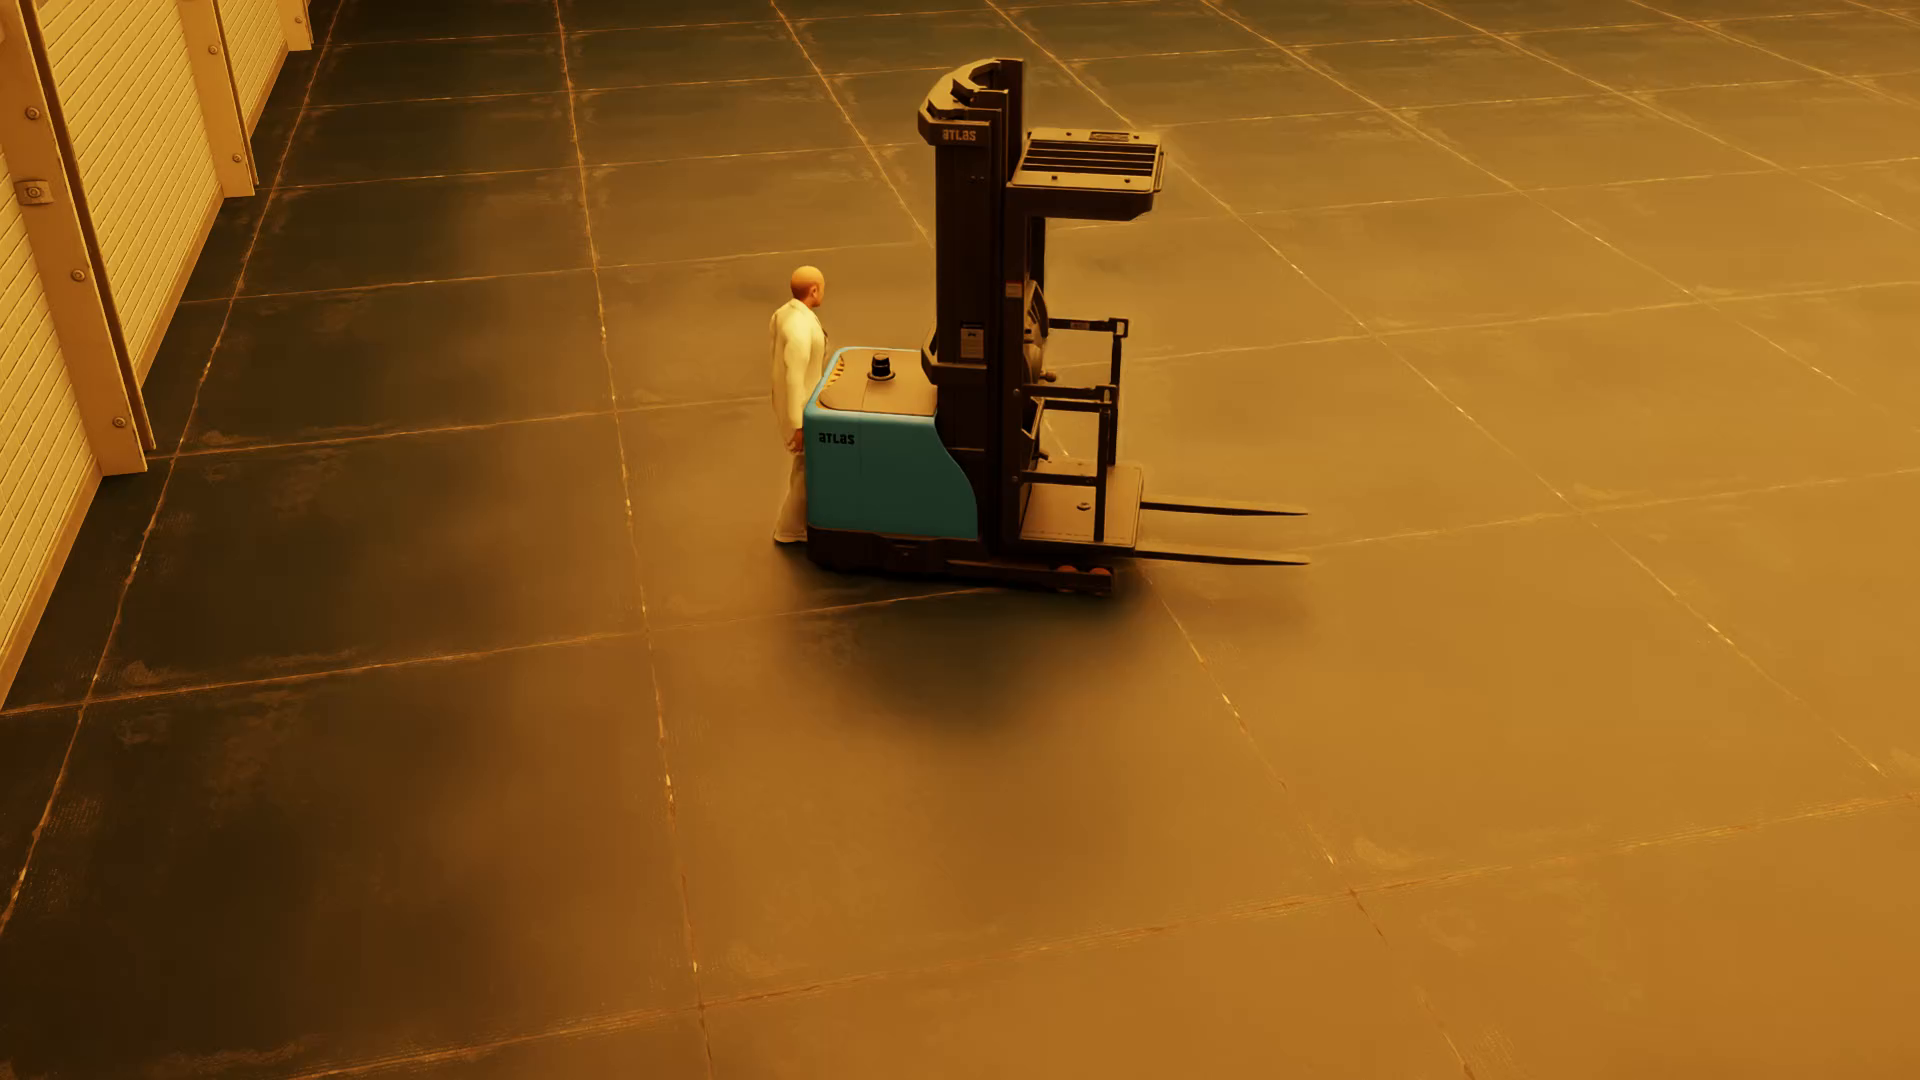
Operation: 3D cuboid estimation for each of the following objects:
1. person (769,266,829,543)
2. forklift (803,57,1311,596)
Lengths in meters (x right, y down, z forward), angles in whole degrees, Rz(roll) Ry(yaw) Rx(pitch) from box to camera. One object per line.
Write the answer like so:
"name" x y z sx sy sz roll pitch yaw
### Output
"person" -0.988 -0.836 10.221 0.452 1.749 0.917 -8 31 -14
"forklift" 0.628 -1.220 9.682 3.031 2.935 1.130 4 30 8
